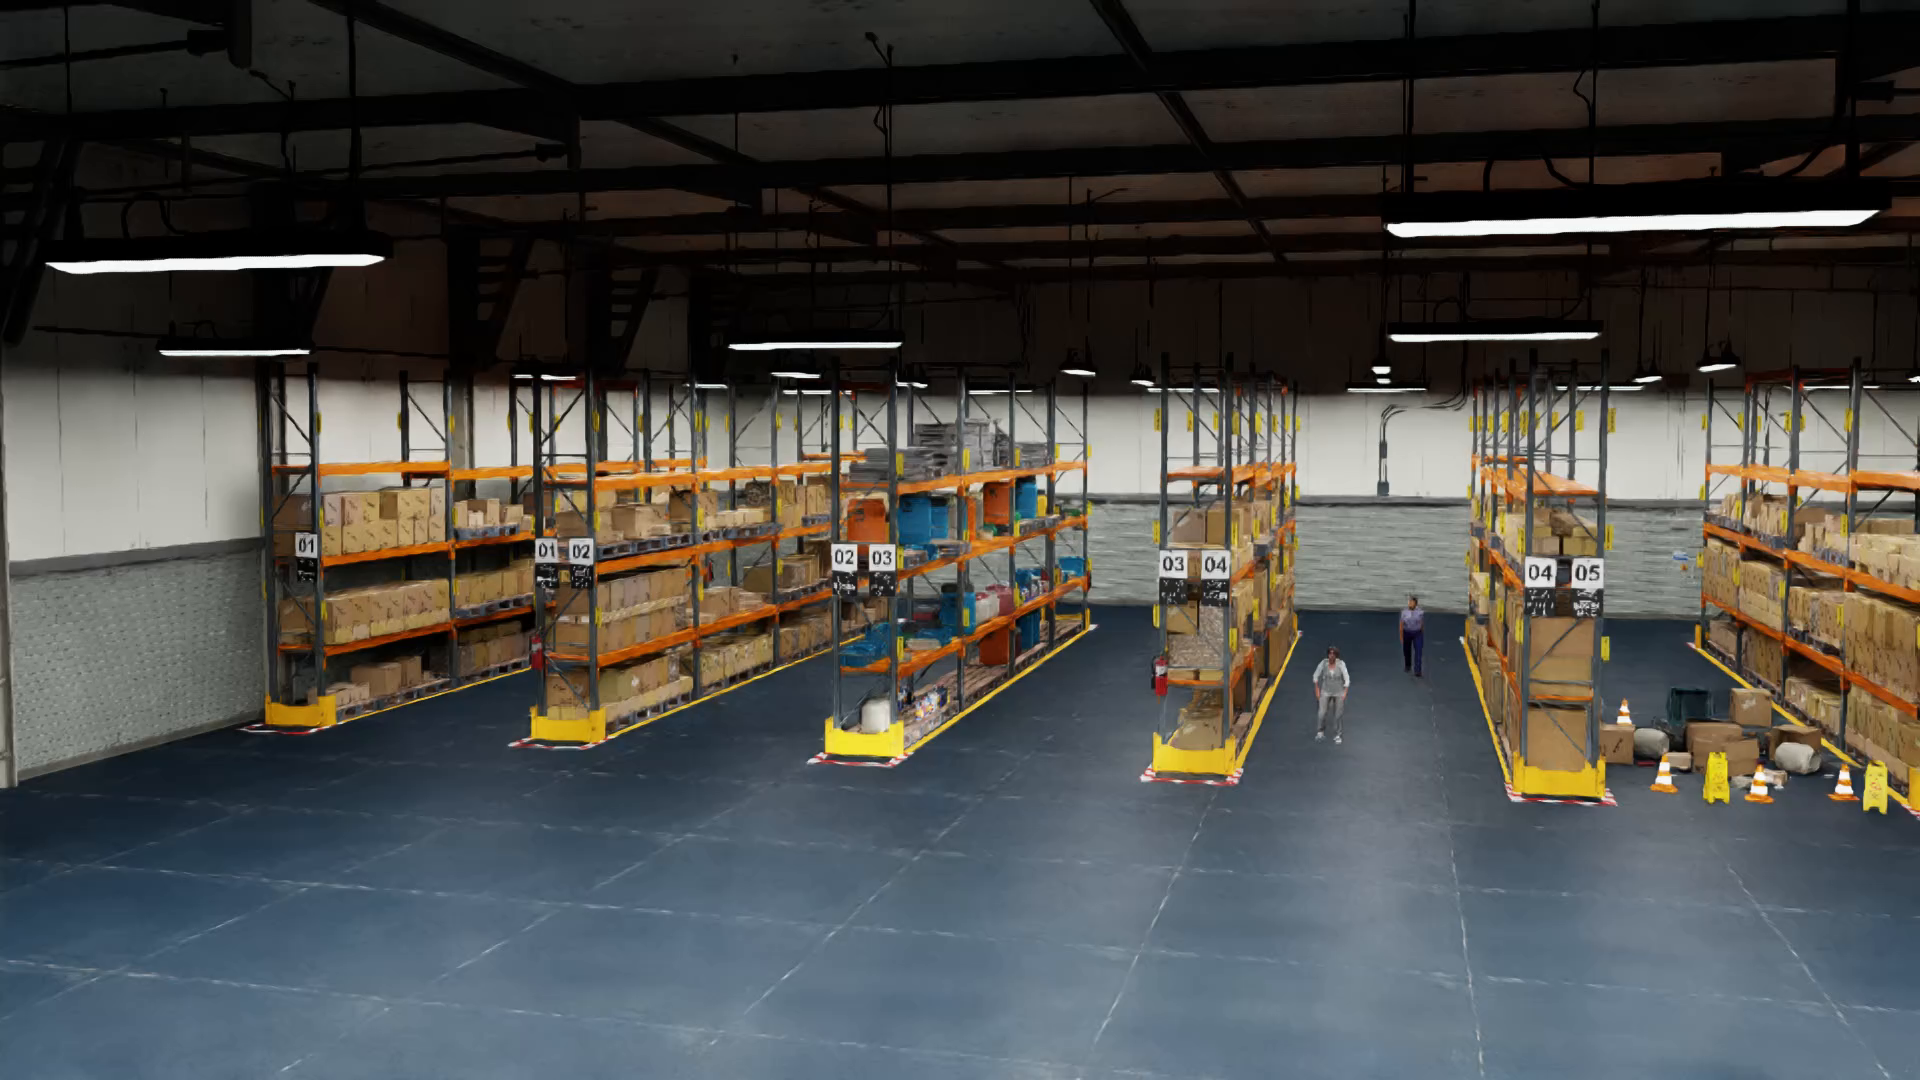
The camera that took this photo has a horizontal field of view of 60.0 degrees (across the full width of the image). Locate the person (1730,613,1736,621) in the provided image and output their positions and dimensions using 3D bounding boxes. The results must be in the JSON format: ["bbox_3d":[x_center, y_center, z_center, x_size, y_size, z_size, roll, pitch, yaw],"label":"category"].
[{"bbox_3d":[18.700,1.291,40.016,0.526,1.770,0.753,-1,4,-17],"label":"person"}]

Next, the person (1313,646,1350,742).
[{"bbox_3d":[5.813,2.461,26.047,0.566,1.433,0.519,1,4,13],"label":"person"}]

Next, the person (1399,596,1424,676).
[{"bbox_3d":[8.959,1.892,33.004,0.479,1.553,1.090,1,4,17],"label":"person"}]
